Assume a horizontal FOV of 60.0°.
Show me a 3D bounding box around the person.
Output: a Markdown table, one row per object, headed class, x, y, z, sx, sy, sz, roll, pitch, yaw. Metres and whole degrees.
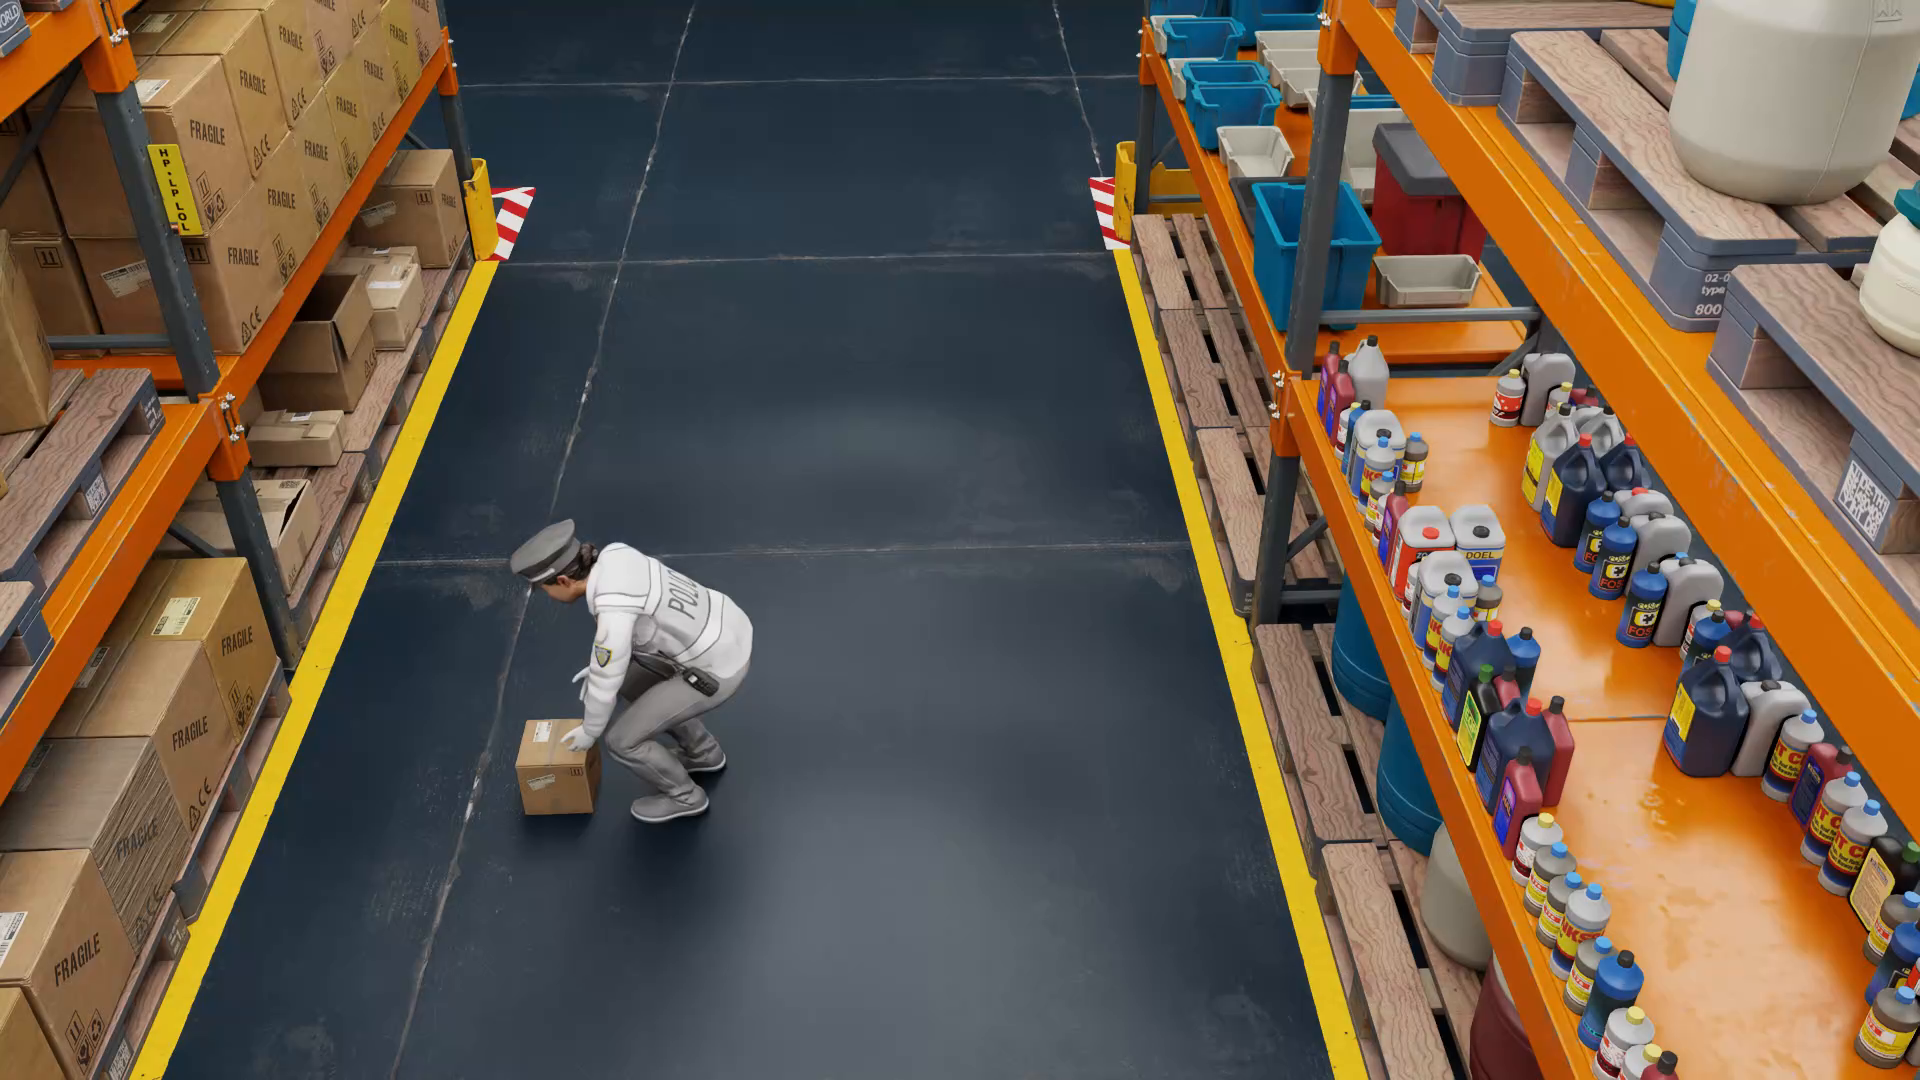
| class | x | y | z | sx | sy | sz | roll | pitch | yaw |
| --- | --- | --- | --- | --- | --- | --- | --- | --- | --- |
| person | -1.118 | 0.461 | 5.873 | 0.776 | 1.235 | 0.529 | -2 | 35 | -2 |
